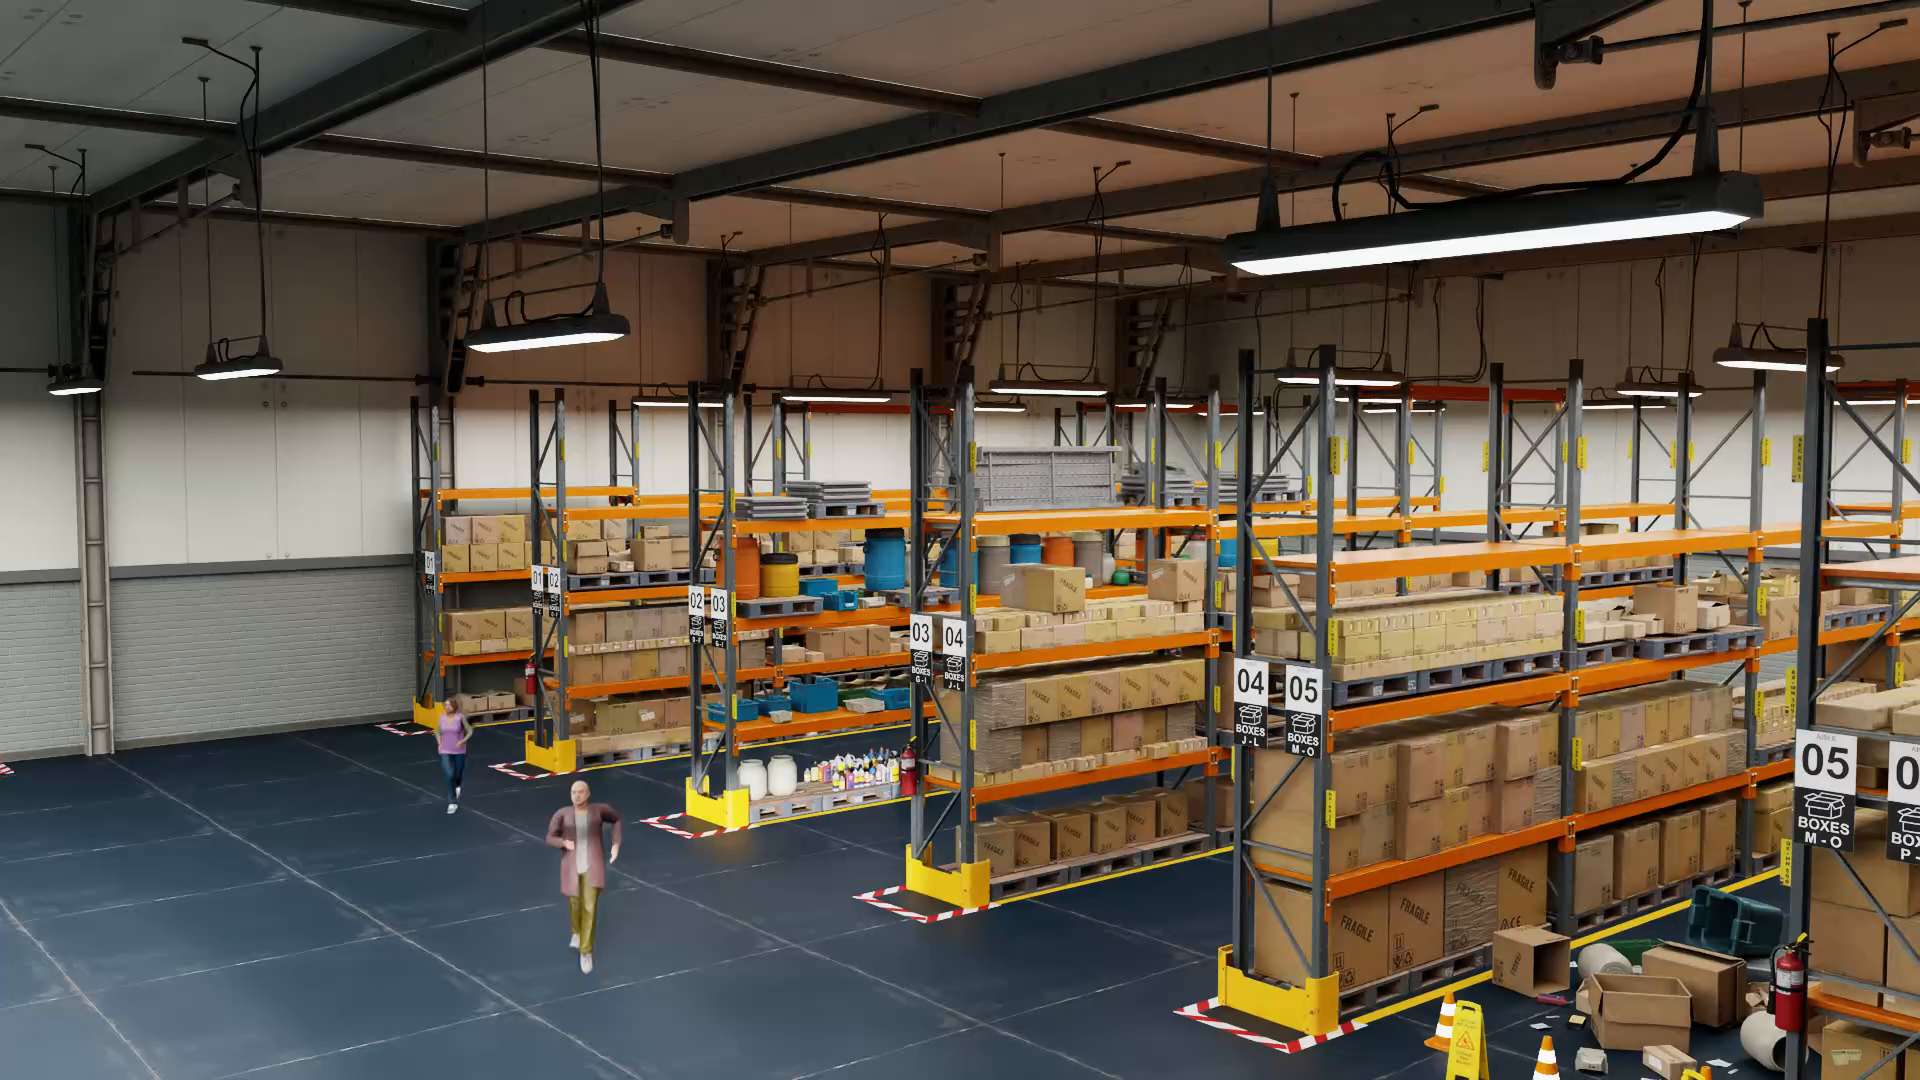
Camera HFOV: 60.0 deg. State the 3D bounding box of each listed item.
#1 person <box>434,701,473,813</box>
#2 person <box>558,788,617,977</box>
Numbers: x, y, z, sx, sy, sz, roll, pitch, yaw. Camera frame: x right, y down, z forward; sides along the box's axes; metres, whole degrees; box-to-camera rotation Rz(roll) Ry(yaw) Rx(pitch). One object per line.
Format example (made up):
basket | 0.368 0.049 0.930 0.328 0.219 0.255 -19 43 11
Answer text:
person | -7.036 3.060 23.047 0.522 1.468 0.597 -1 3 -9
person | -3.696 3.302 16.282 0.689 1.732 1.148 -1 3 -9
